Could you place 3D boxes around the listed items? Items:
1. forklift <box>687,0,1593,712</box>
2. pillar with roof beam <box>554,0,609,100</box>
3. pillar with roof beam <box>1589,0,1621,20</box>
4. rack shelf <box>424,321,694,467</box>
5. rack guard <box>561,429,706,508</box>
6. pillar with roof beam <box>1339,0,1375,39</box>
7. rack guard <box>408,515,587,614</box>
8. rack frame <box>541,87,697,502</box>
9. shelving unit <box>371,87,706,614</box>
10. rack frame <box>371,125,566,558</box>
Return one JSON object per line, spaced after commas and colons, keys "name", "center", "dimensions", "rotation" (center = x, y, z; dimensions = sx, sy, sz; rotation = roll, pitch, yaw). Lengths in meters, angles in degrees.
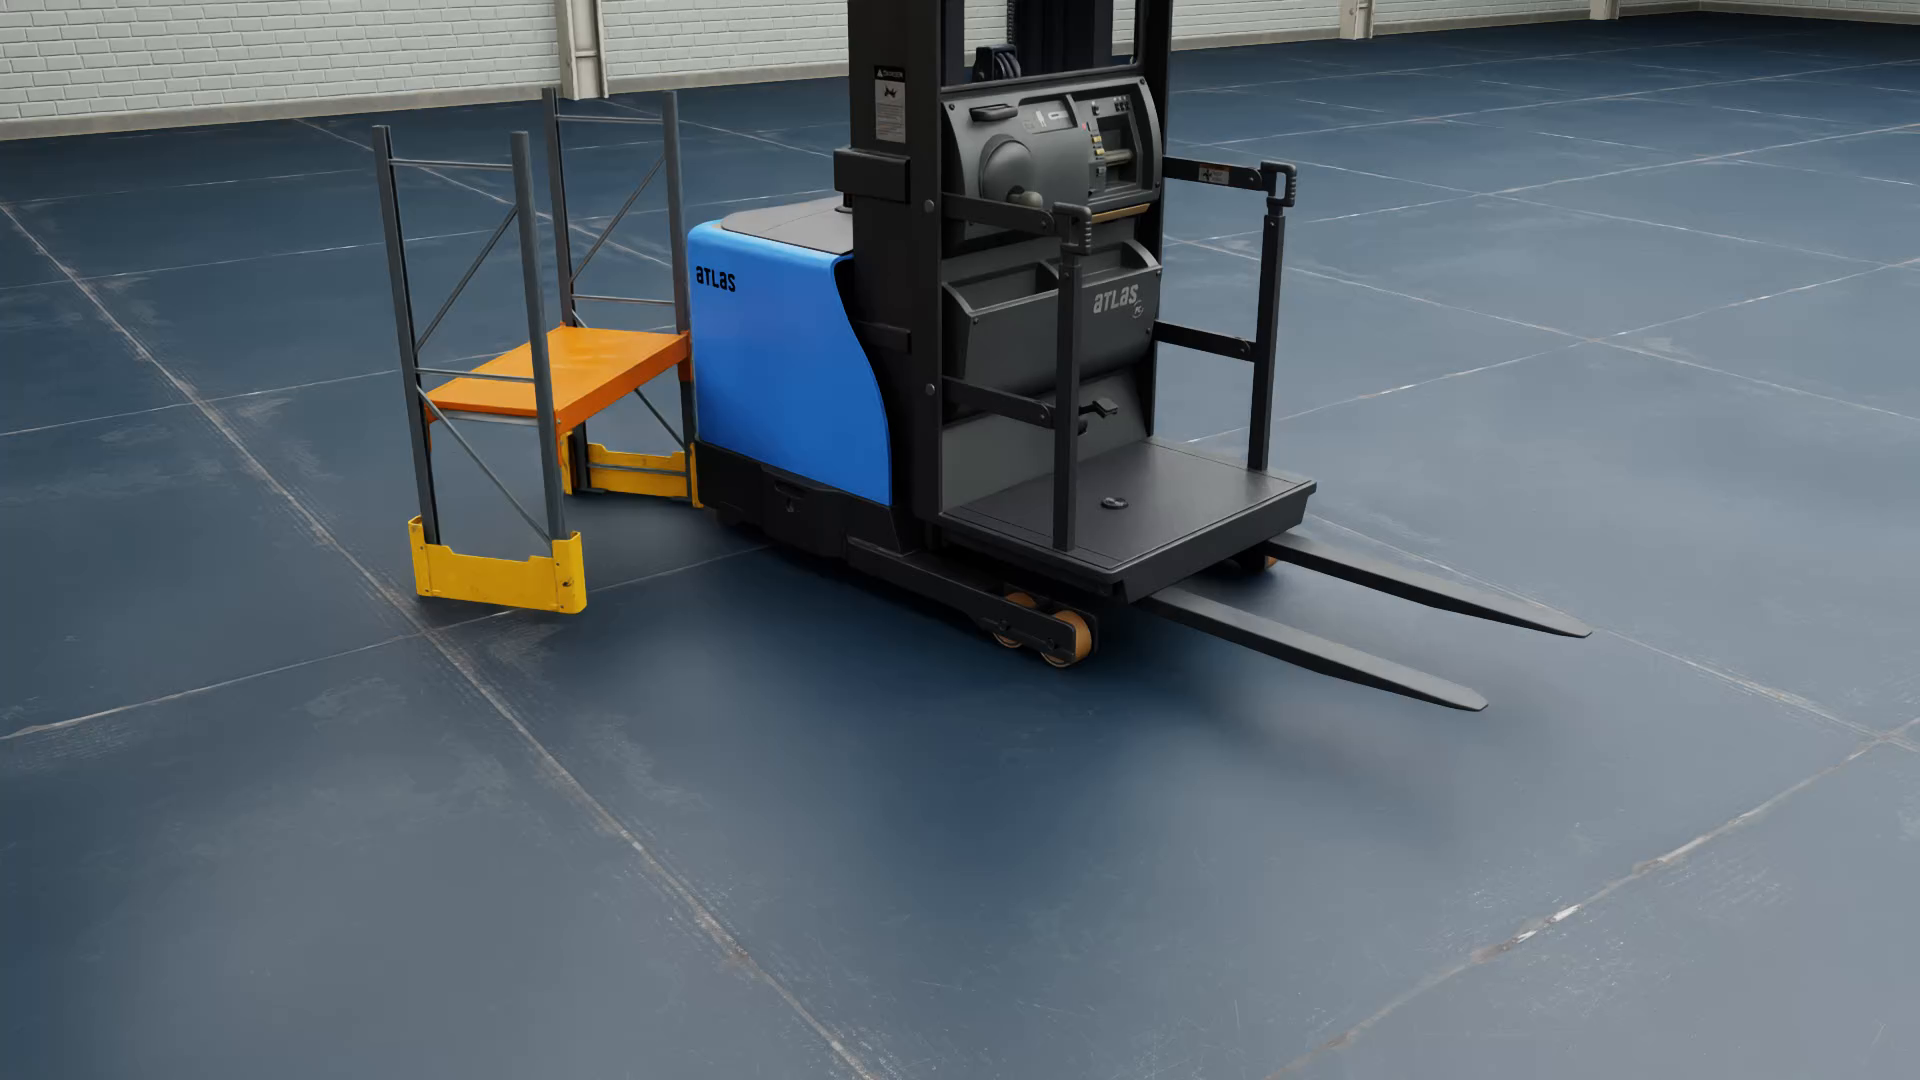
{"name": "forklift", "center": [0.453, -1.200, 4.949], "dimensions": [3.031, 2.935, 1.130], "rotation": [20, 29, 40]}
{"name": "pillar with roof beam", "center": [-1.472, -7.600, 12.799], "dimensions": [0.400, 9.000, 9.100], "rotation": [-15, 26, -33]}
{"name": "pillar with roof beam", "center": [13.139, -11.496, 22.563], "dimensions": [0.400, 9.000, 9.100], "rotation": [-15, 26, -33]}
{"name": "rack shelf", "center": [-1.357, -0.518, 5.655], "dimensions": [0.538, 0.185, 1.000], "rotation": [6, 23, 14]}
{"name": "rack guard", "center": [-1.225, -0.279, 6.258], "dimensions": [0.587, 0.250, 0.087], "rotation": [6, 23, 14]}
{"name": "pillar with roof beam", "center": [8.269, -10.197, 19.309], "dimensions": [0.400, 9.000, 9.100], "rotation": [-15, 26, -33]}
{"name": "rack guard", "center": [-1.493, 0.077, 5.367], "dimensions": [0.587, 0.250, 0.087], "rotation": [6, 23, 14]}
{"name": "rack frame", "center": [-1.220, -0.866, 6.044], "dimensions": [0.500, 1.500, 0.032], "rotation": [6, 23, 14]}
{"name": "shelving unit", "center": [-1.359, -0.682, 5.581], "dimensions": [0.587, 1.500, 1.083], "rotation": [6, 23, 14]}
{"name": "rack frame", "center": [-1.493, -0.503, 5.134], "dimensions": [0.500, 1.500, 0.032], "rotation": [6, 23, 14]}
